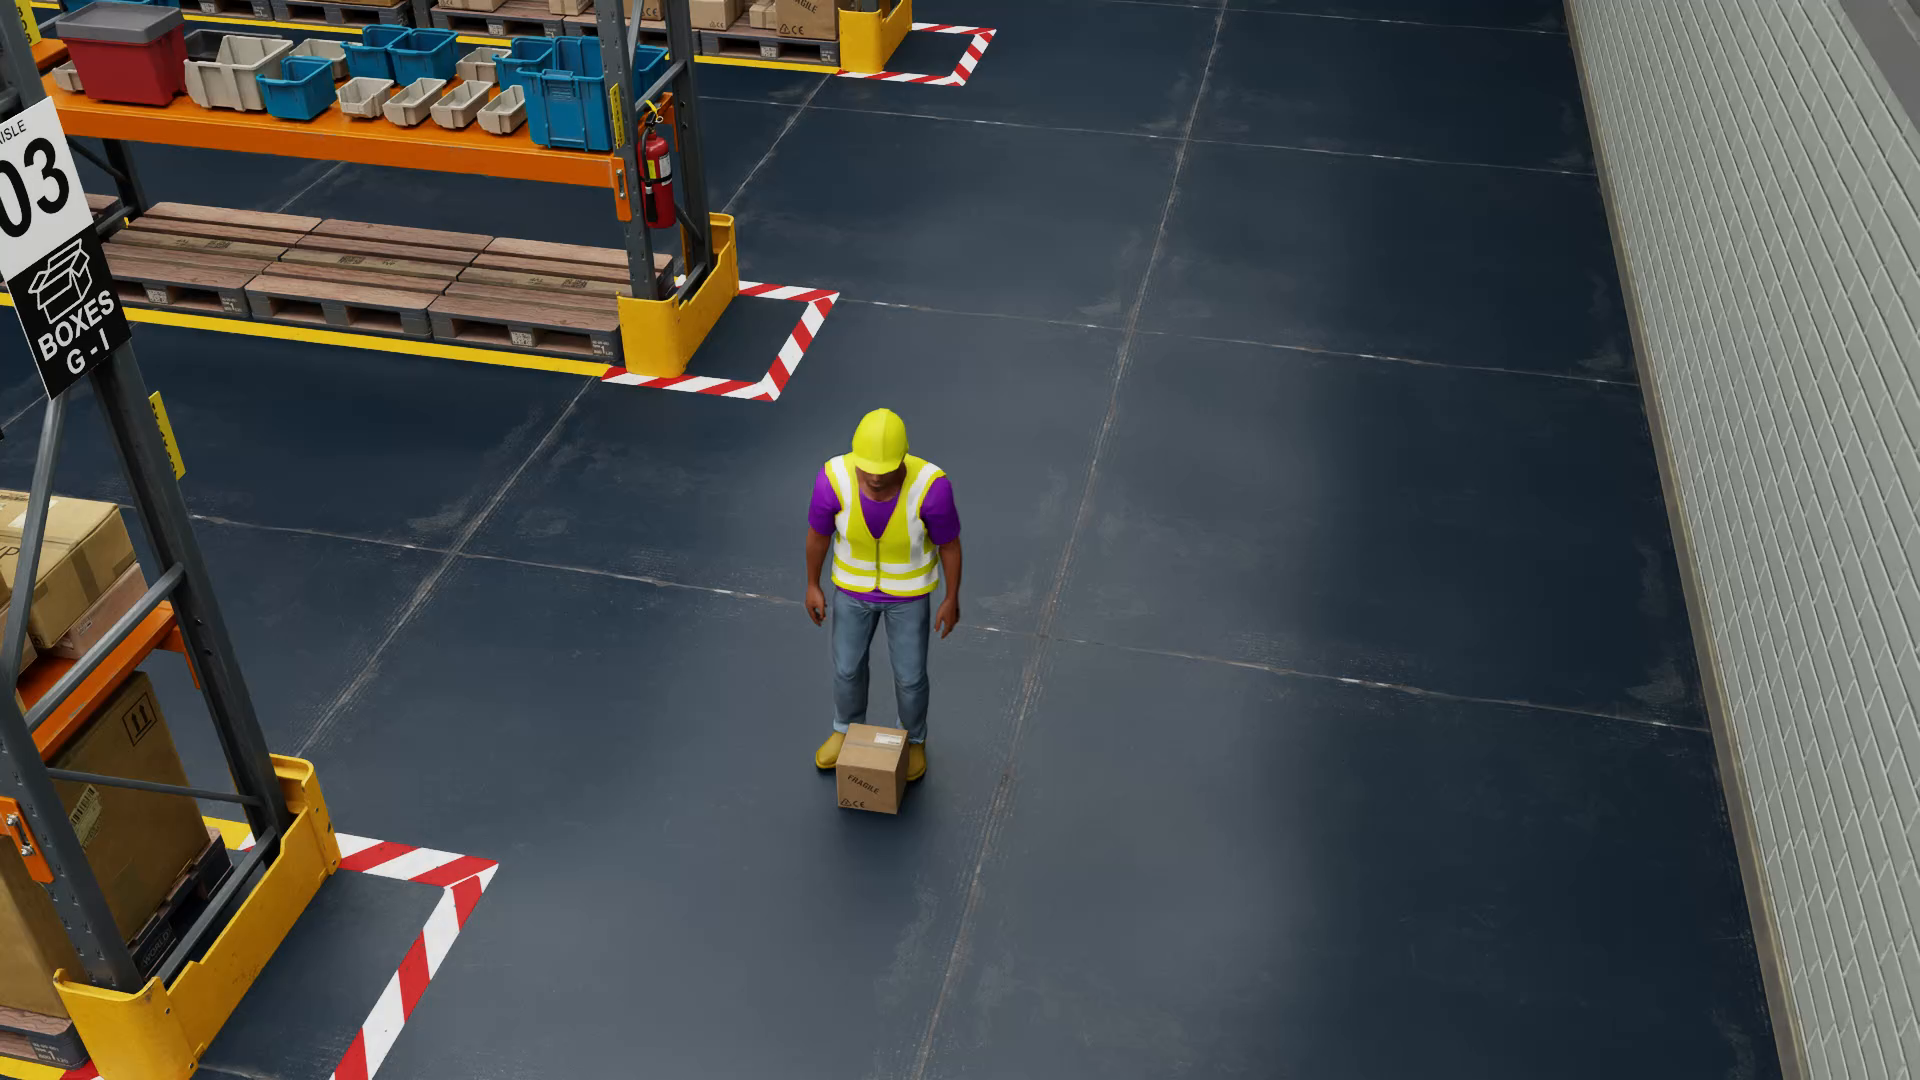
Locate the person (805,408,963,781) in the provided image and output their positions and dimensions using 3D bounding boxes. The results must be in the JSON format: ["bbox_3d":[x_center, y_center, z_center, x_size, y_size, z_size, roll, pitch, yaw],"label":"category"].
[{"bbox_3d":[-0.310,0.211,6.664,0.633,1.759,0.462,5,37,7],"label":"person"}]
